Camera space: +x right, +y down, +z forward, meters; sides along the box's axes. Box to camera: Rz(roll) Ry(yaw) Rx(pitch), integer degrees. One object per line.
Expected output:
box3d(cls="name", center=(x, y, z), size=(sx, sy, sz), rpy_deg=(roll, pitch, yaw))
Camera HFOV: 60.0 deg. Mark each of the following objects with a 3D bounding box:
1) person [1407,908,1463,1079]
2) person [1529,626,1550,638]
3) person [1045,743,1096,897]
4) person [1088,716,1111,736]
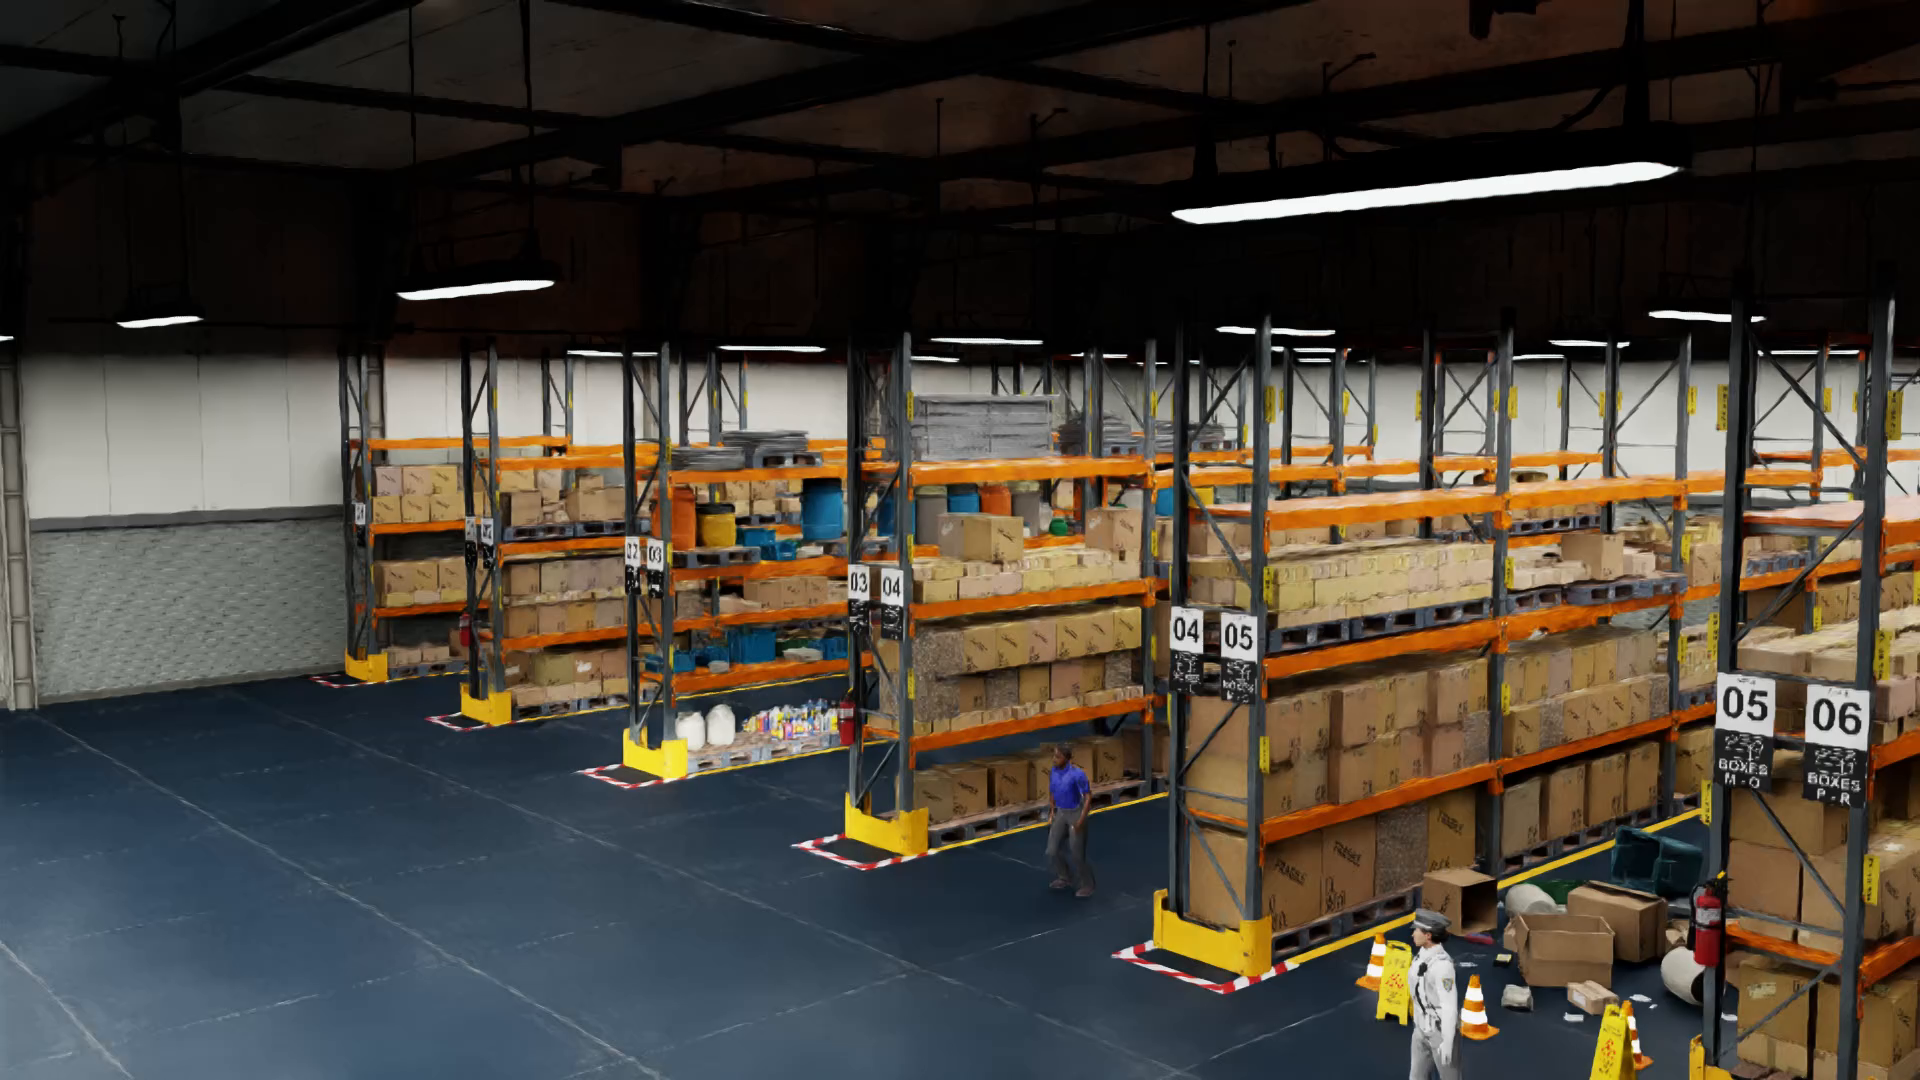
box3d(cls="person", center=(3.306, 3.333, 11.293), size=(0.546, 1.662, 0.511), rpy_deg=(0, 5, -5))
box3d(cls="person", center=(8.876, 1.984, 25.373), size=(0.395, 1.784, 0.644), rpy_deg=(3, 6, 32))
box3d(cls="person", center=(1.127, 2.849, 17.039), size=(0.513, 1.604, 0.592), rpy_deg=(-5, 7, -43))
box3d(cls="person", center=(1.932, 2.298, 23.255), size=(0.828, 1.583, 0.628), rpy_deg=(-4, 6, -36))
